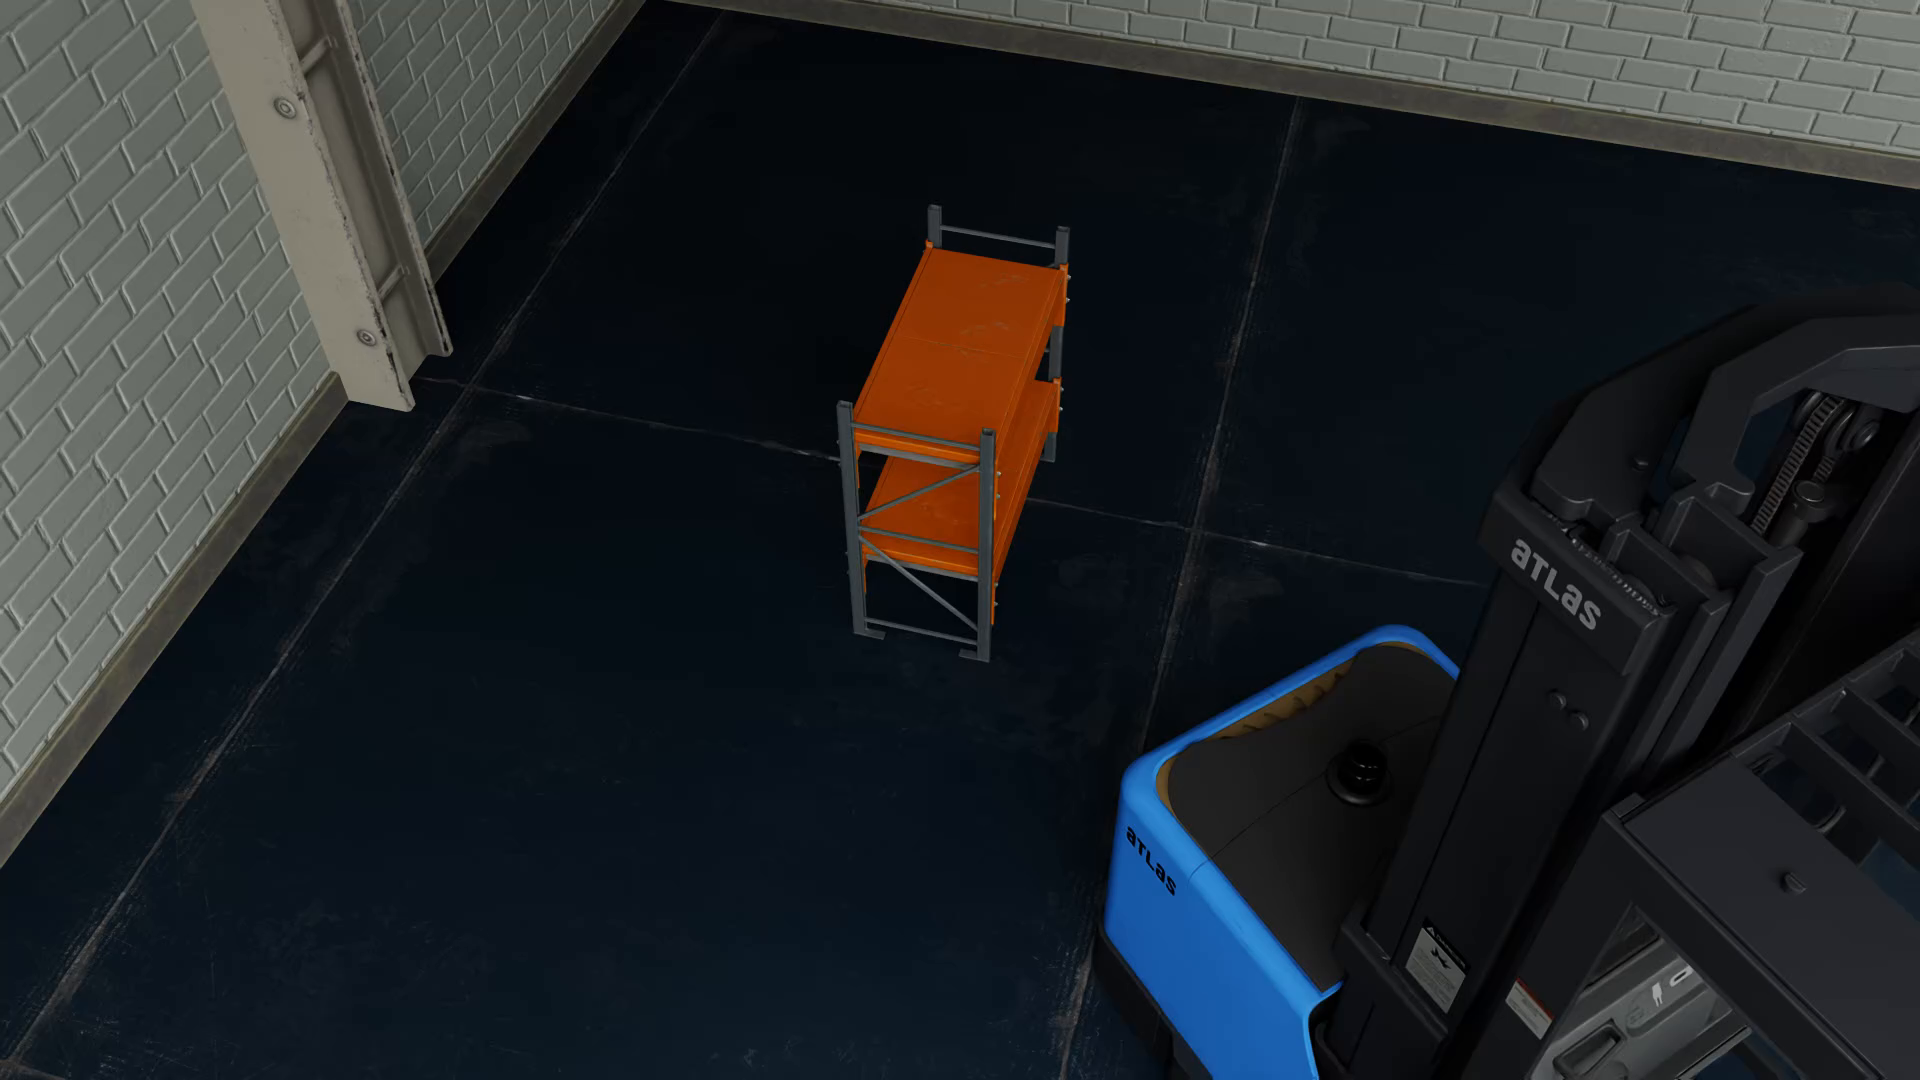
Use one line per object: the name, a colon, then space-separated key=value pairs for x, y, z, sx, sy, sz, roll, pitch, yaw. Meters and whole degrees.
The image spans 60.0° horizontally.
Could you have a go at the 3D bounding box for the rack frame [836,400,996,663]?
rack frame: x=-0.136 y=0.000 z=5.499 sx=0.500 sy=1.125 sz=0.032 roll=12 pitch=50 yaw=10

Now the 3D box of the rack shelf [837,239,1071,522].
rack shelf: x=-0.002 y=-0.561 z=5.605 sx=0.538 sy=0.278 sz=1.000 roll=12 pitch=50 yaw=10

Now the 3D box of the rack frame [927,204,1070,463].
rack frame: x=0.132 y=-0.735 z=6.148 sx=0.500 sy=1.125 sz=0.032 roll=12 pitch=50 yaw=10

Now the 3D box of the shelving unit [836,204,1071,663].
shelving unit: x=-0.002 y=-0.367 z=5.824 sx=0.538 sy=1.125 sz=1.048 roll=12 pitch=50 yaw=10

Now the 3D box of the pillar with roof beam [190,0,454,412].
pillar with roof beam: x=1.837 y=-2.818 z=2.735 sx=9.100 sy=9.000 sz=0.400 roll=12 pitch=50 yaw=10

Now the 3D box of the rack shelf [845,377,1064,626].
rack shelf: x=-0.002 y=-0.206 z=6.007 sx=0.538 sy=0.278 sz=1.000 roll=12 pitch=50 yaw=10

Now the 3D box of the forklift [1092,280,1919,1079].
forklift: x=1.608 y=1.080 z=3.342 sx=1.130 sy=2.935 sz=3.031 roll=-25 pitch=53 yaw=-21
